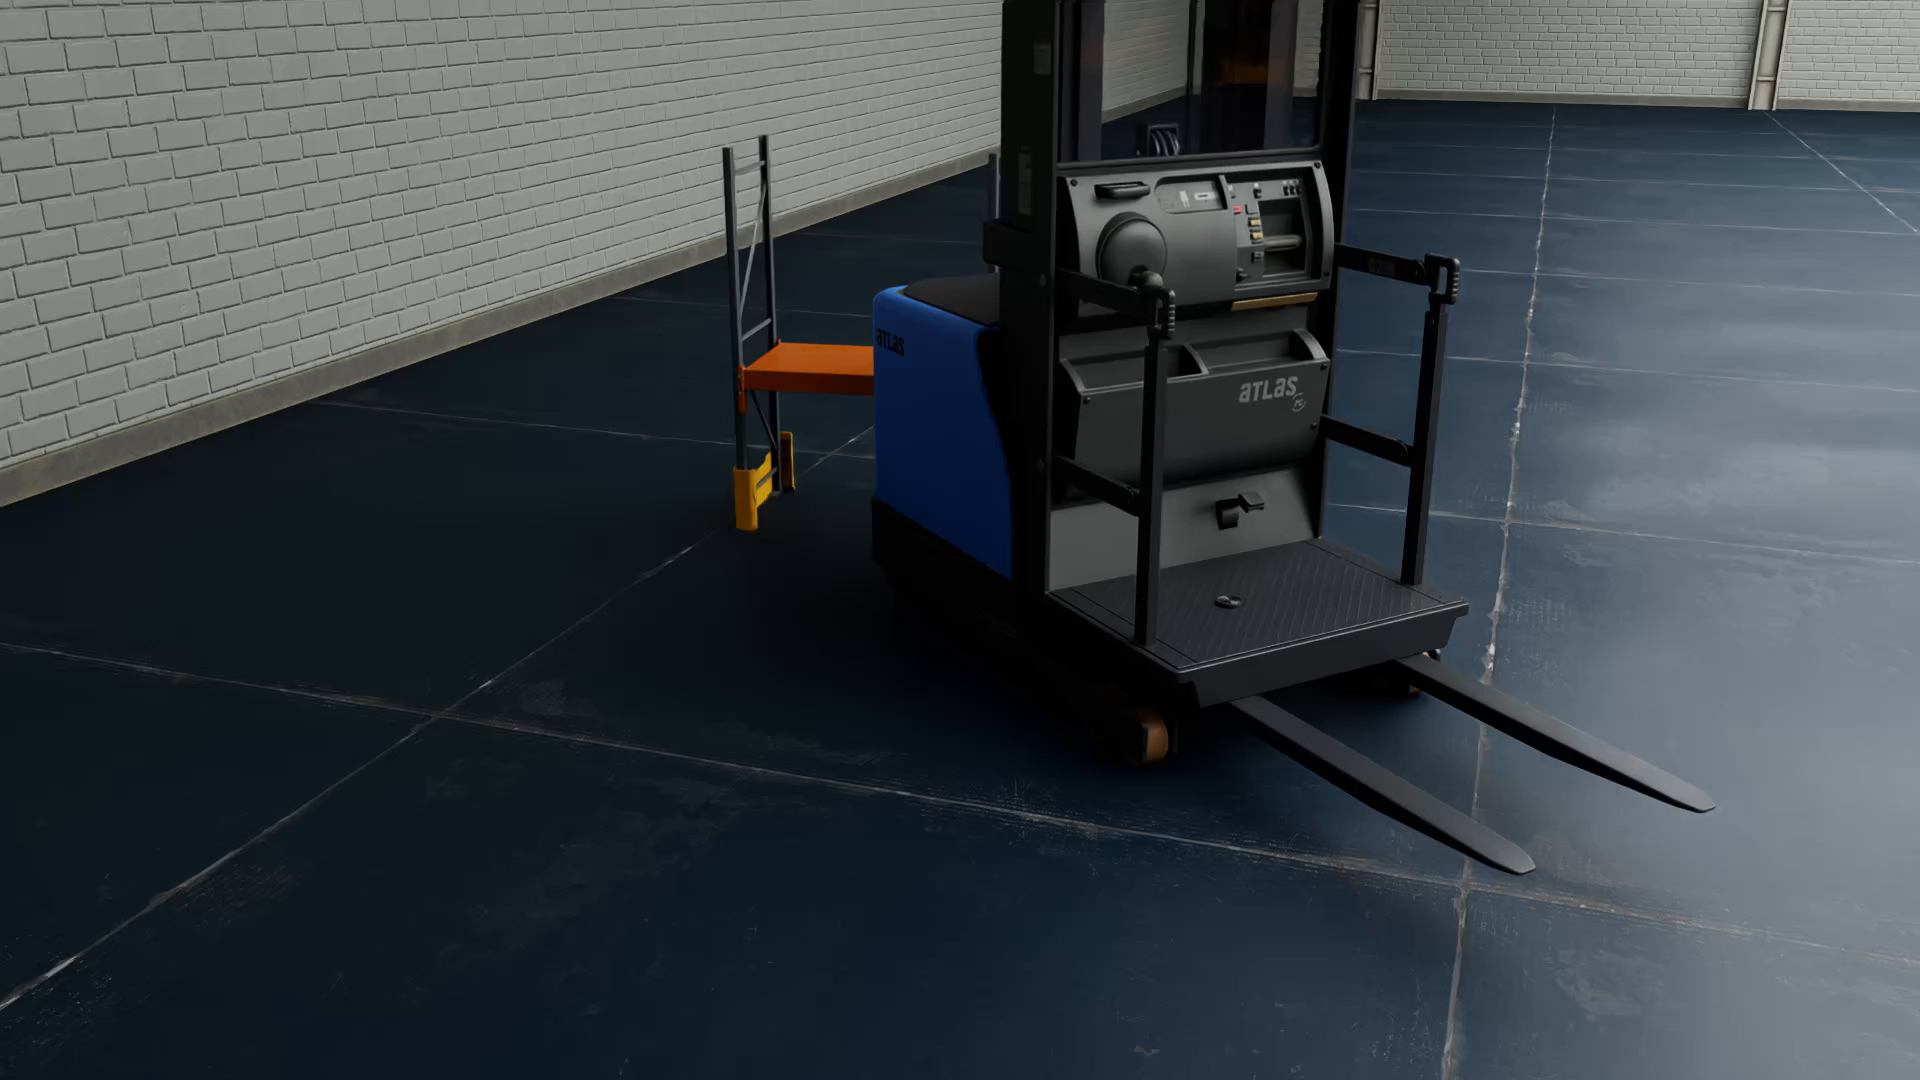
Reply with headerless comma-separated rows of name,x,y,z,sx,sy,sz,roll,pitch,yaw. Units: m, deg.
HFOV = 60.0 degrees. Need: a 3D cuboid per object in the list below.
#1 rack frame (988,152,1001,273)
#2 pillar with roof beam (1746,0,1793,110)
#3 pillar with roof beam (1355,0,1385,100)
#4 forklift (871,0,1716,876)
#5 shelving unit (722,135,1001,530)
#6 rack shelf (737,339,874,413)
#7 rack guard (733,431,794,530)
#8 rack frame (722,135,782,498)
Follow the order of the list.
rack frame,0.166,-0.781,6.538,0.032,1.500,0.500,4,20,10
pillar with roof beam,10.937,-9.559,20.328,0.400,9.000,9.100,7,20,18
pillar with roof beam,5.270,-10.207,22.187,0.400,9.000,9.100,7,20,18
forklift,0.824,-0.911,4.738,1.130,2.935,3.031,-10,22,-27
shelving unit,-0.324,-0.812,6.628,1.083,1.500,0.587,4,20,10
rack shelf,-0.333,-0.643,6.689,1.000,0.185,0.538,4,20,10
rack guard,-0.813,-0.254,6.924,0.087,0.250,0.587,4,20,10
rack frame,-0.832,-0.845,6.721,0.032,1.500,0.500,4,20,10
